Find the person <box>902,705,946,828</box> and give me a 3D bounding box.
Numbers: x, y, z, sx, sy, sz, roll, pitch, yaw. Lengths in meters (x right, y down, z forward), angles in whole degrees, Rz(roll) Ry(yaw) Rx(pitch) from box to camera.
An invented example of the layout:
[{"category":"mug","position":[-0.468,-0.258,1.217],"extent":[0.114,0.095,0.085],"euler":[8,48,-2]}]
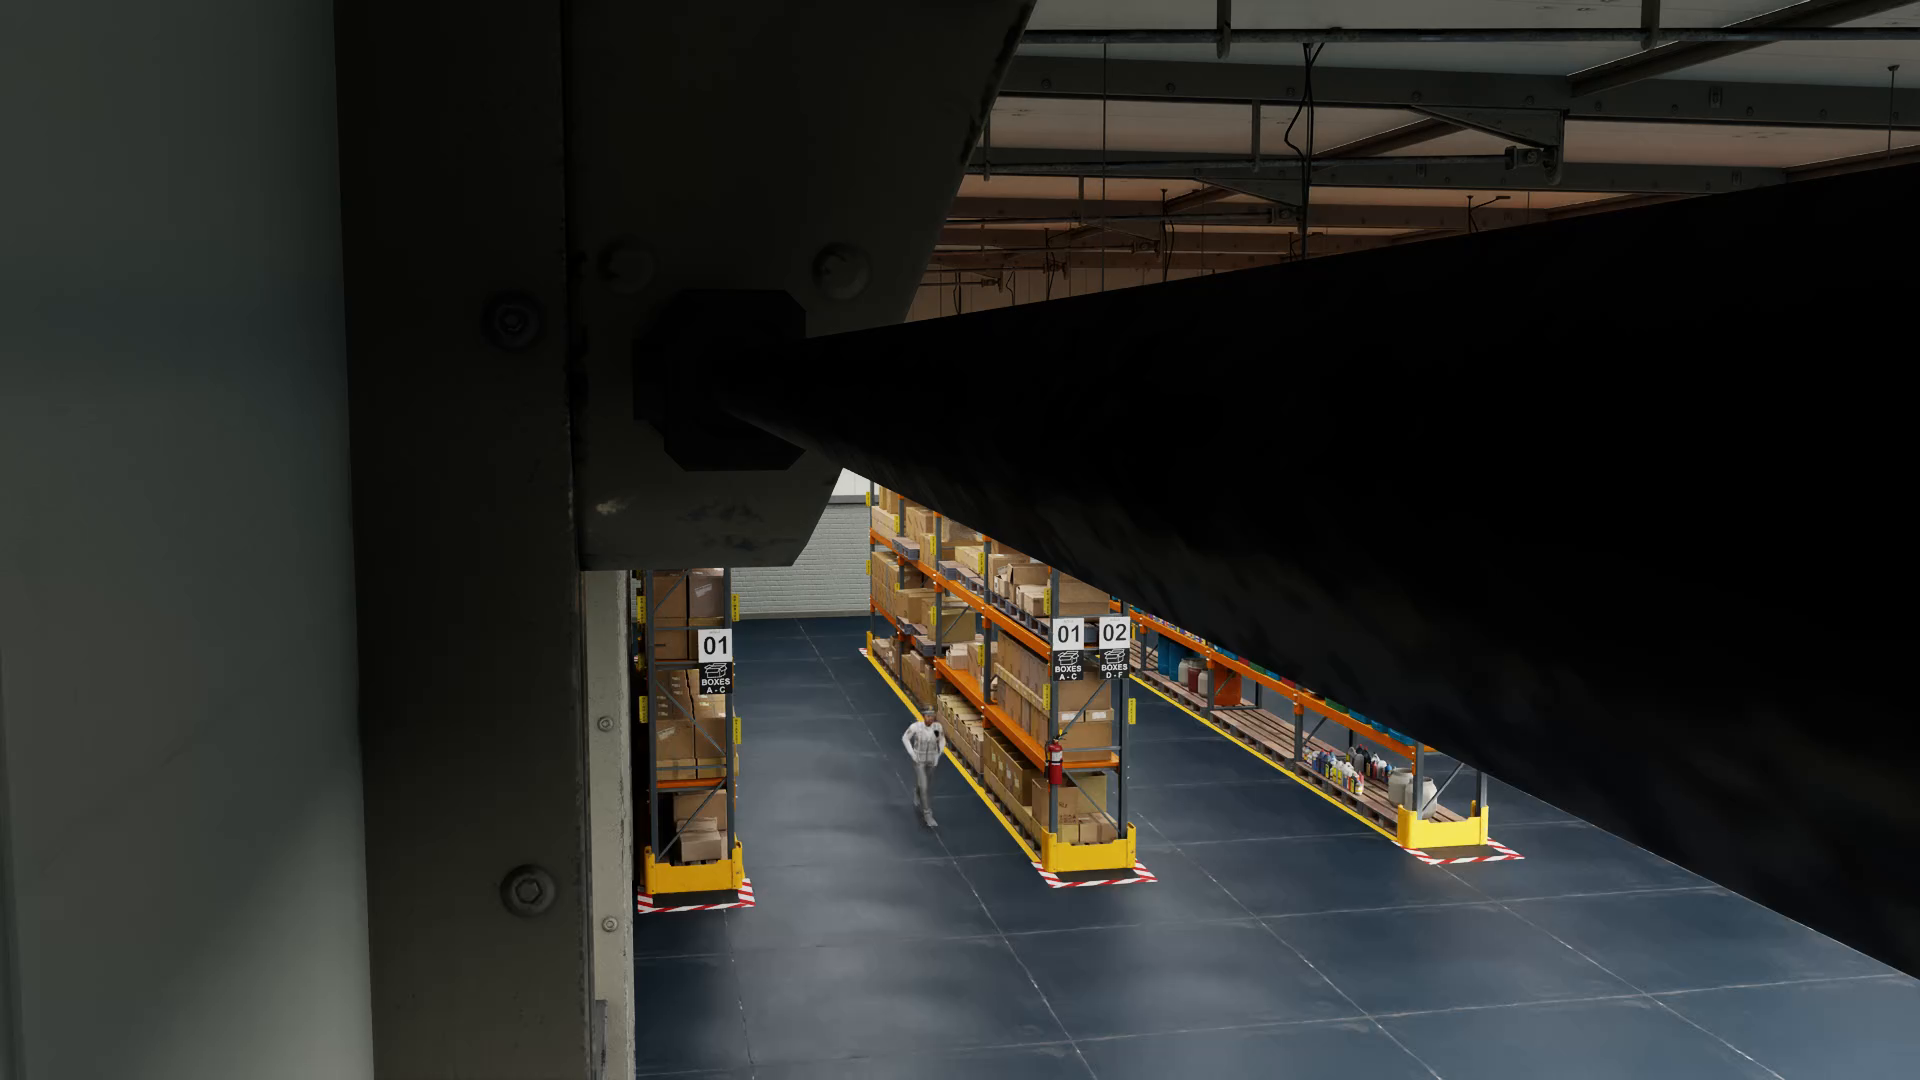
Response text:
[{"category":"person","position":[-0.506,3.081,23.193],"extent":[0.620,1.674,0.899],"euler":[-2,6,-15]}]
